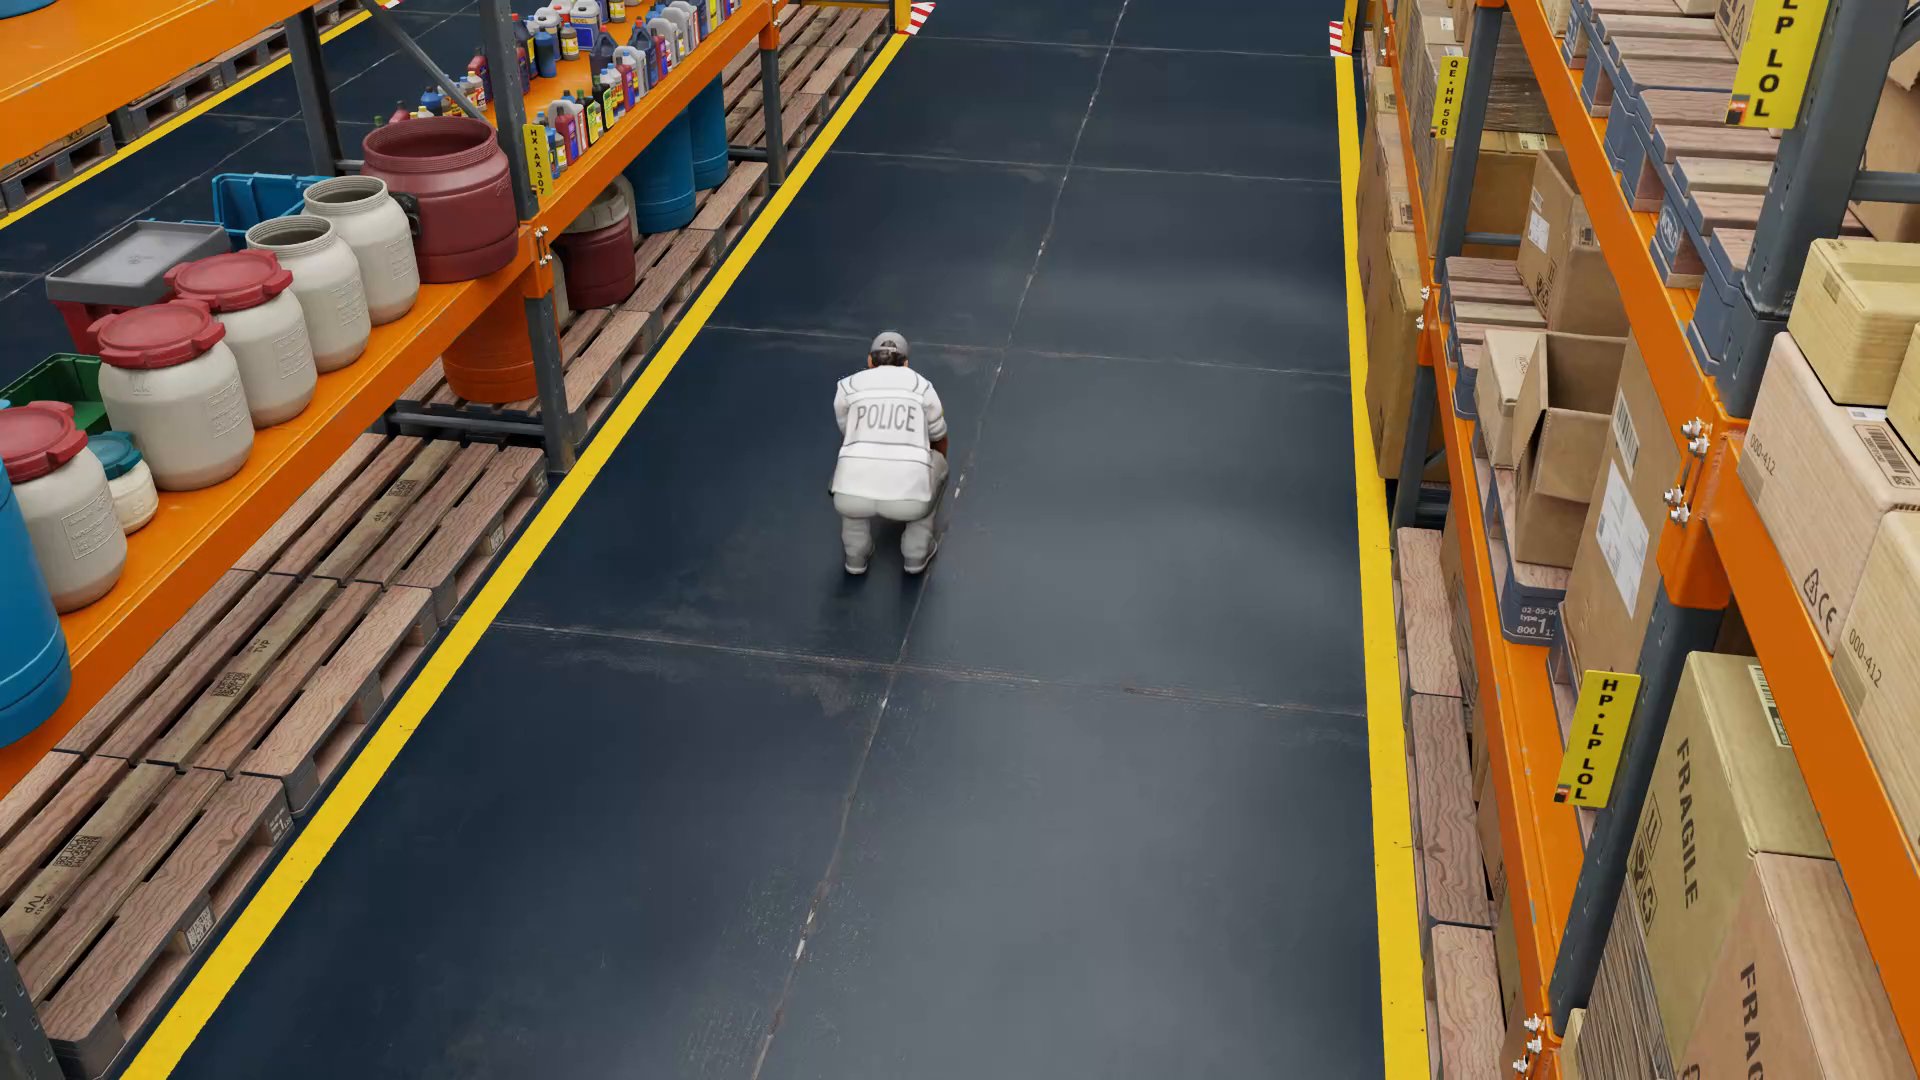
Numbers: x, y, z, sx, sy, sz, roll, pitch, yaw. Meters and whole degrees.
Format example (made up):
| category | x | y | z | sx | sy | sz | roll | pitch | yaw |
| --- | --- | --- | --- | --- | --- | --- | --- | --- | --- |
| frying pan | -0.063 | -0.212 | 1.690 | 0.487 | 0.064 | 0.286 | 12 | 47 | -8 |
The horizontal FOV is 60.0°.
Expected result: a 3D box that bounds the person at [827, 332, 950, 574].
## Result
| category | x | y | z | sx | sy | sz | roll | pitch | yaw |
| --- | --- | --- | --- | --- | --- | --- | --- | --- | --- |
| person | -0.319 | -0.355 | 7.364 | 0.516 | 0.949 | 0.855 | 5 | 33 | 8 |
